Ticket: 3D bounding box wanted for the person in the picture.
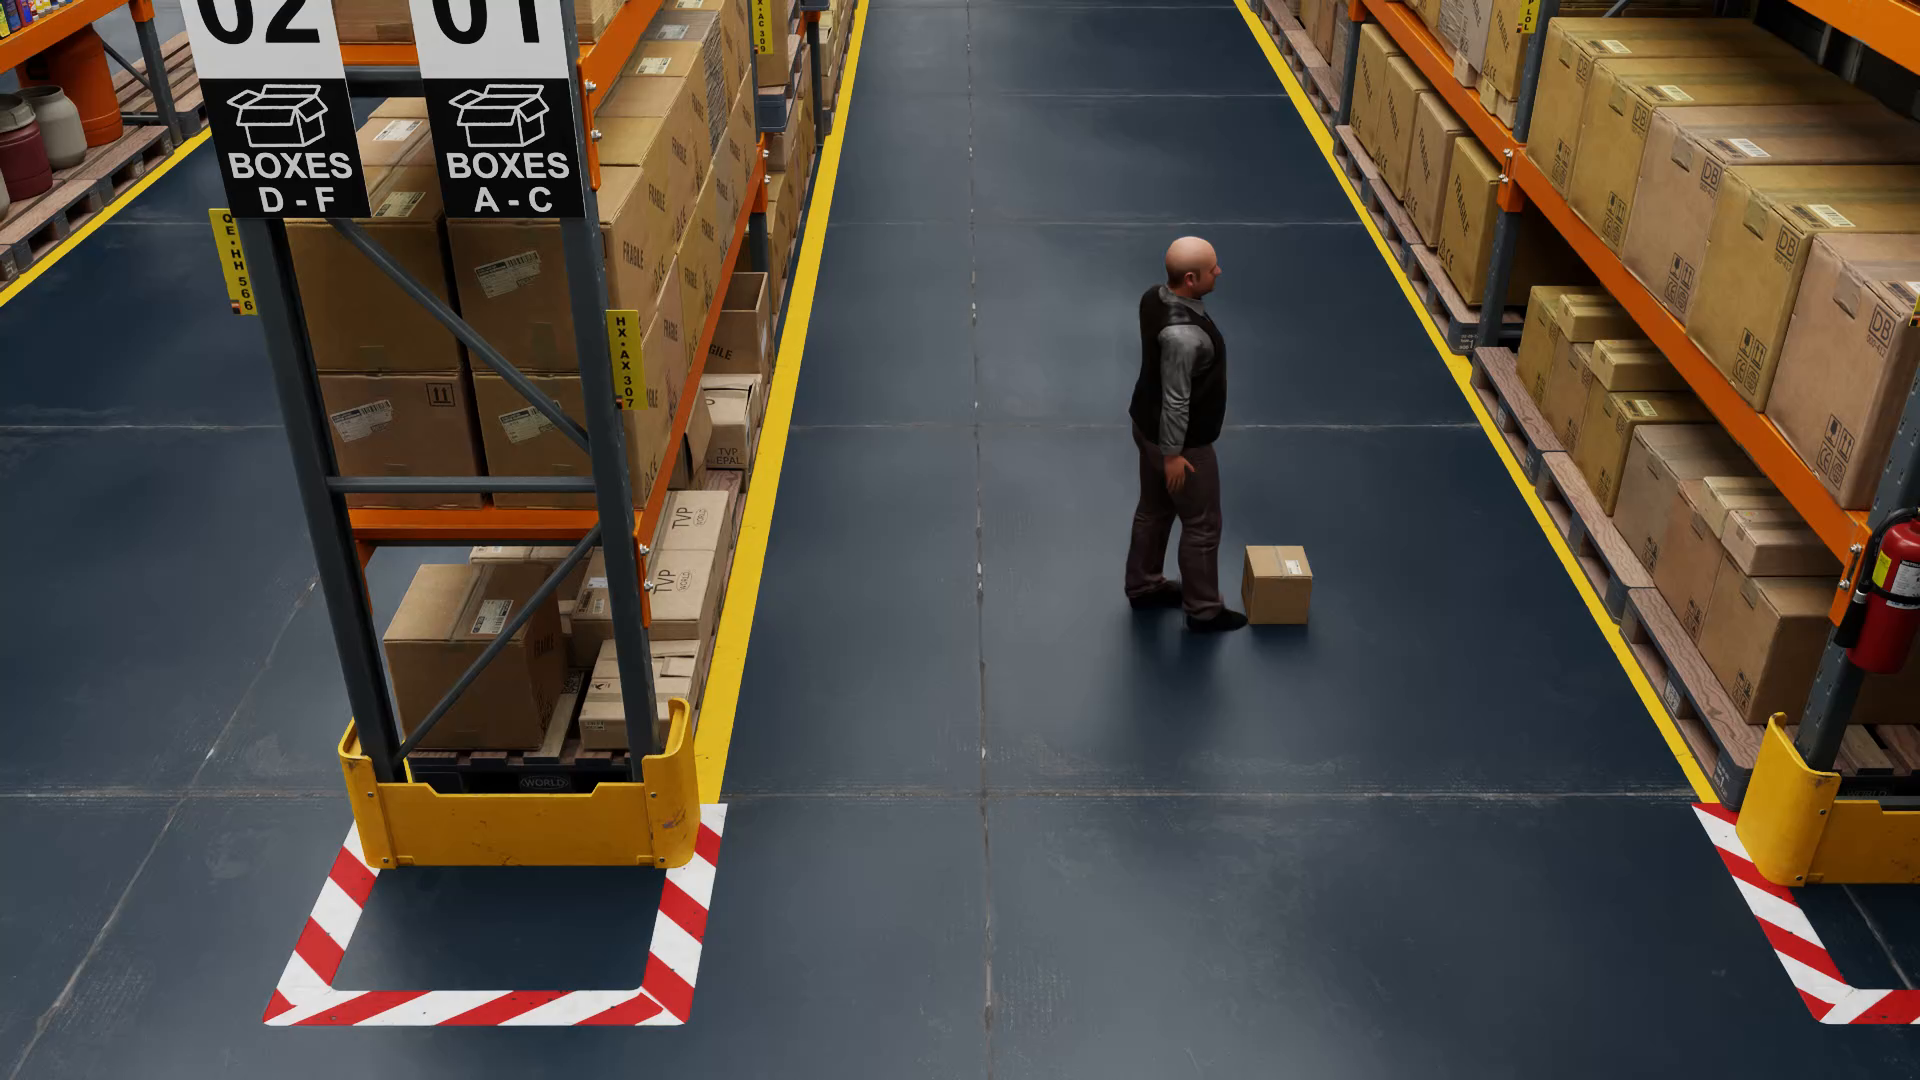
[{"bbox_3d":[0.972,-0.440,6.901,0.526,1.755,0.565,-5,32,-9],"label":"person"}]
